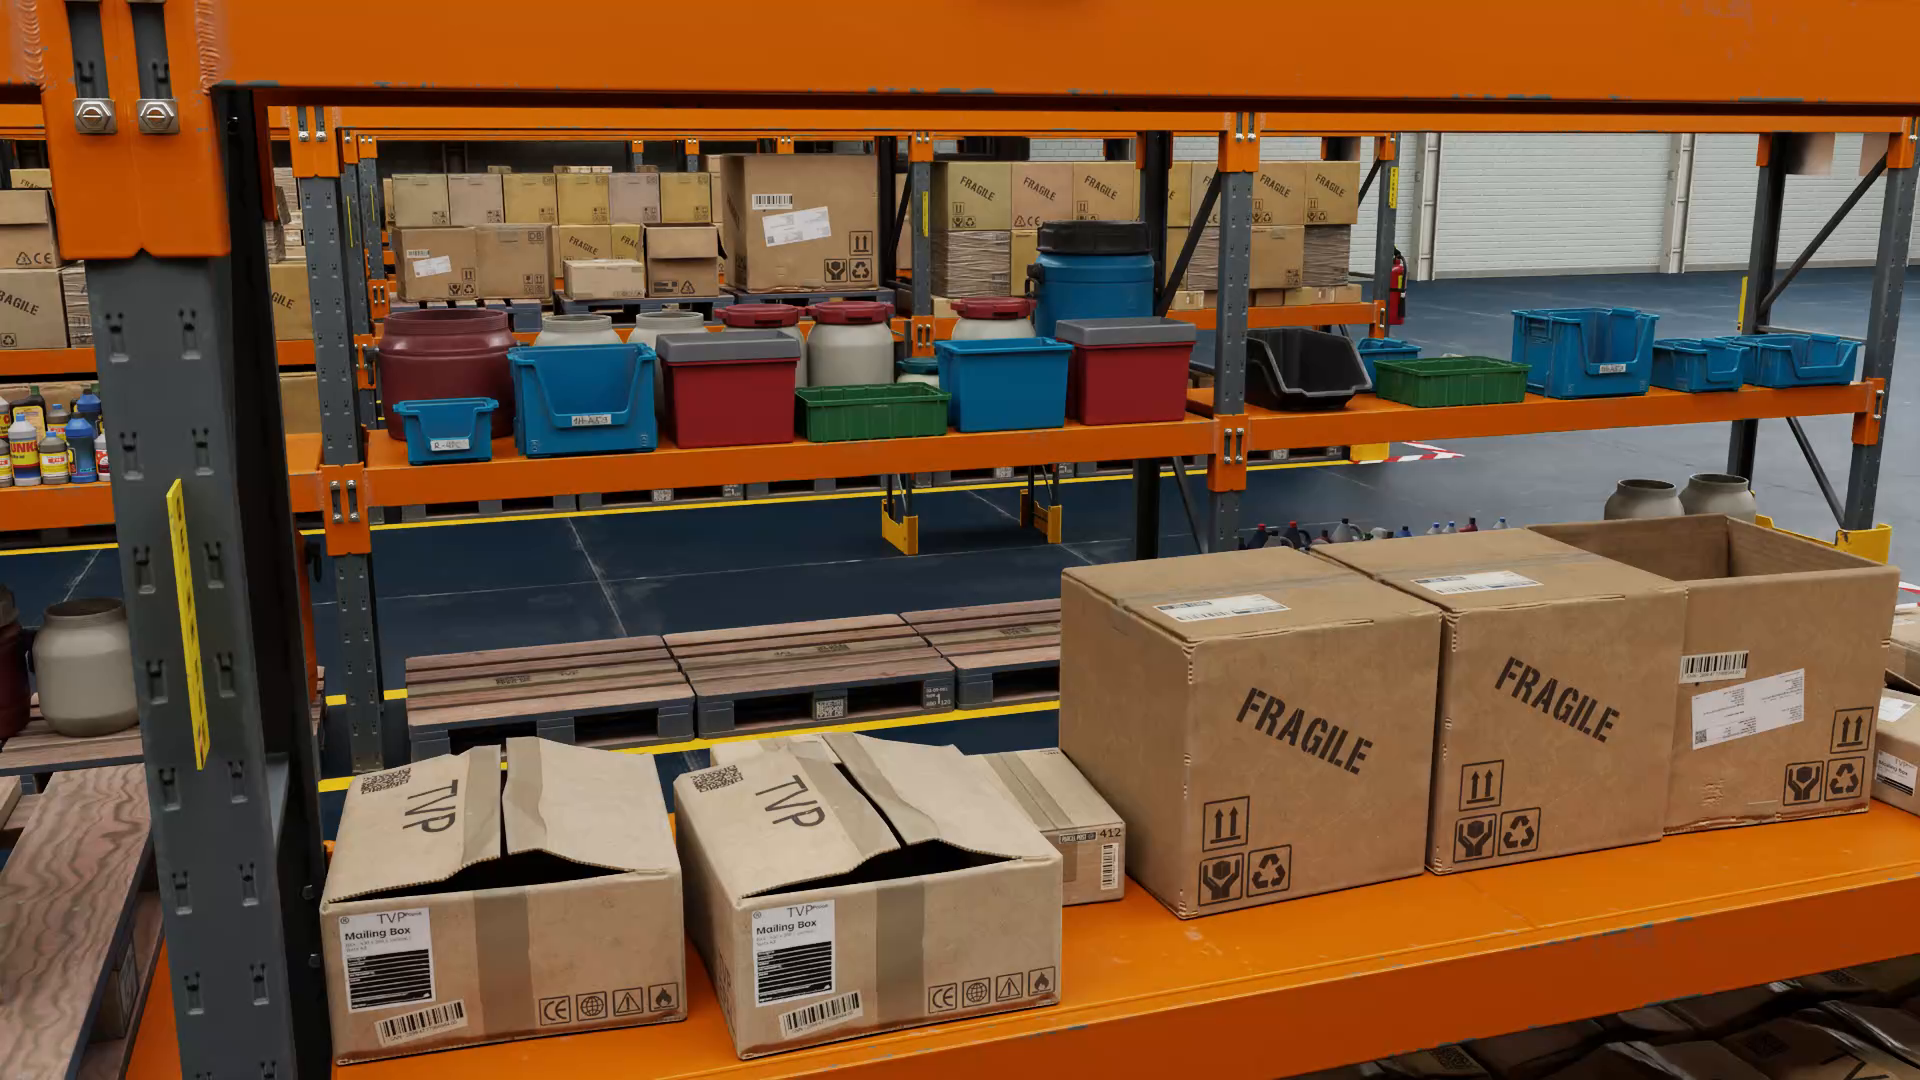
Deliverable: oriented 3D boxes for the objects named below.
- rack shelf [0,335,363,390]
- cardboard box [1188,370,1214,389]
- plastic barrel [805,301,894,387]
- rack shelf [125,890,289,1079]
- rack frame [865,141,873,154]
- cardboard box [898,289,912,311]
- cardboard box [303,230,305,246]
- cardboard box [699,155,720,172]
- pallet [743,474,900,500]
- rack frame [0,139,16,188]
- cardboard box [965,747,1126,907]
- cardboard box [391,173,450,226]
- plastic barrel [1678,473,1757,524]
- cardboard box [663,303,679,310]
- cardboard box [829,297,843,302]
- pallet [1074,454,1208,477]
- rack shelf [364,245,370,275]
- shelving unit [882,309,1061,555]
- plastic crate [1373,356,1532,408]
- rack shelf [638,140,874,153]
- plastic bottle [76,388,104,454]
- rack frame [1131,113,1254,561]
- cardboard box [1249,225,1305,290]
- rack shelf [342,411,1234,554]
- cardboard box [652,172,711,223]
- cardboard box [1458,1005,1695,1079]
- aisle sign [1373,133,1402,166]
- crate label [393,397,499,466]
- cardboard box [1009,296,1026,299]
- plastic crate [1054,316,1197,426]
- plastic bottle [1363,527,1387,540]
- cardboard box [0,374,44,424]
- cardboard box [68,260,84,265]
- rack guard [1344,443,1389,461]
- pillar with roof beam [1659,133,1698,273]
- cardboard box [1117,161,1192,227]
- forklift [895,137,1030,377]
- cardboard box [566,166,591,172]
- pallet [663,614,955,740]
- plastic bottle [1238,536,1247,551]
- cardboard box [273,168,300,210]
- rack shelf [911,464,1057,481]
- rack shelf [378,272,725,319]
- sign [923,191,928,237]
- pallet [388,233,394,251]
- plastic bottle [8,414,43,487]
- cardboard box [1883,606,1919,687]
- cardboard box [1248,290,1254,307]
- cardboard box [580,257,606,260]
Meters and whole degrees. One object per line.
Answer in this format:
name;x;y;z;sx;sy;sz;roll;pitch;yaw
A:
rack shelf;-6.123;-1.171;11.140;4.000;0.370;1.077;-4;14;-18
cardboard box;2.202;-1.154;14.005;0.500;0.500;0.500;-1;13;-3
plastic barrel;-0.529;-0.867;8.014;0.433;0.535;0.433;0;13;0
rack shelf;-2.967;1.001;2.005;4.000;0.370;1.077;-4;14;-18
rack frame;-1.393;-5.521;27.873;0.127;3.000;1.000;-4;14;-18
cardboard box;-0.327;-1.922;13.286;0.250;0.149;0.380;-4;14;-18
cardboard box;-6.037;-2.855;15.655;0.250;0.149;0.380;-4;14;-17
cardboard box;-3.111;-4.802;21.831;0.500;0.500;0.700;-5;14;-19
pallet;-1.174;-0.550;12.998;1.213;0.211;1.003;-4;14;-18
rack frame;-11.179;-3.547;19.574;0.127;3.000;1.000;-4;14;-18
cardboard box;0.119;0.520;3.019;0.250;0.149;0.380;-3;14;-14
cardboard box;-5.285;-3.330;16.285;0.500;0.500;0.700;-5;14;-18
plastic barrel;4.335;-0.102;9.558;0.421;0.512;0.421;0;13;0
cardboard box;-4.093;-3.024;22.147;0.625;0.372;0.950;-4;14;-17
cardboard box;-1.304;-2.261;17.851;0.875;0.875;0.875;-4;14;-17
pallet;1.347;-0.756;13.865;1.213;0.211;1.003;-4;14;-18
rack shelf;-9.284;-3.345;20.278;4.000;0.370;1.077;-4;14;-18
shelving unit;0.072;-0.735;10.993;1.083;1.500;0.587;-4;14;-18
plastic crate;2.520;-0.813;8.537;0.662;0.188;0.450;-4;14;-18
rack shelf;-3.288;-6.483;26.989;4.000;0.370;1.077;-4;14;-18
plastic bottle;-3.699;-0.509;7.079;0.097;0.271;0.097;0;13;0
rack frame;1.143;-0.878;8.352;0.127;3.000;1.000;-4;14;-18
cardboard box;2.389;-2.355;13.703;0.500;0.500;0.875;-4;14;-18
rack shelf;-0.752;-0.380;7.815;4.000;0.370;1.077;-4;14;-18
cardboard box;-2.878;-3.518;17.075;0.500;0.500;0.700;-5;14;-19
cardboard box;1.282;1.119;3.777;0.500;0.311;0.500;-5;14;-20
aisle sign;3.509;-3.463;13.602;0.004;0.787;0.394;-4;14;-18
crate label;-2.129;-0.450;6.915;0.416;0.233;0.303;-4;14;-18
cardboard box;0.332;-1.832;12.906;0.250;0.149;0.380;-4;14;-18
plastic crate;0.782;-0.806;7.912;0.583;0.464;0.402;-4;14;-18
plastic bottle;2.305;0.073;9.288;0.135;0.276;0.152;-4;14;-17
cardboard box;-6.572;-0.662;11.129;0.875;0.875;1.225;-5;14;-20
cardboard box;-6.222;-1.628;11.288;0.500;0.500;0.500;-4;14;-18
rack guard;3.283;-1.038;14.426;0.348;0.500;1.175;-4;14;-18
pillar with roof beam;16.093;-8.970;29.409;0.400;9.000;9.100;-4;14;-18
cardboard box;1.489;-2.735;13.139;0.500;0.500;0.500;-4;14;-18
forklift;-0.164;-2.532;15.454;3.031;2.935;1.130;-4;14;-18
cardboard box;-4.864;-4.688;21.203;0.250;0.149;0.380;-5;14;-20
pallet;-0.747;0.636;8.013;1.213;0.211;1.003;-4;14;-18
plastic bottle;1.494;0.122;9.069;0.133;0.283;0.061;-4;14;-15
cardboard box;-8.279;-4.242;20.119;0.500;0.500;0.500;-4;14;-17
rack shelf;0.081;-0.561;11.037;1.000;0.185;0.538;-4;14;-18
rack shelf;-3.818;-2.562;16.986;4.000;0.370;1.077;-4;14;-18
sign;-0.256;-2.406;12.274;0.005;0.325;0.100;-4;14;-18
pallet;-6.747;-3.825;21.157;1.003;0.211;1.213;-4;14;-18
plastic bottle;-3.598;-0.346;6.395;0.097;0.271;0.097;0;13;0
cardboard box;2.267;0.328;3.608;0.500;0.250;0.500;-4;14;-15
cardboard box;2.201;-1.998;13.605;0.250;0.149;0.380;-4;14;-18
cardboard box;-2.733;-1.990;12.411;0.258;0.266;0.396;-5;14;-20
